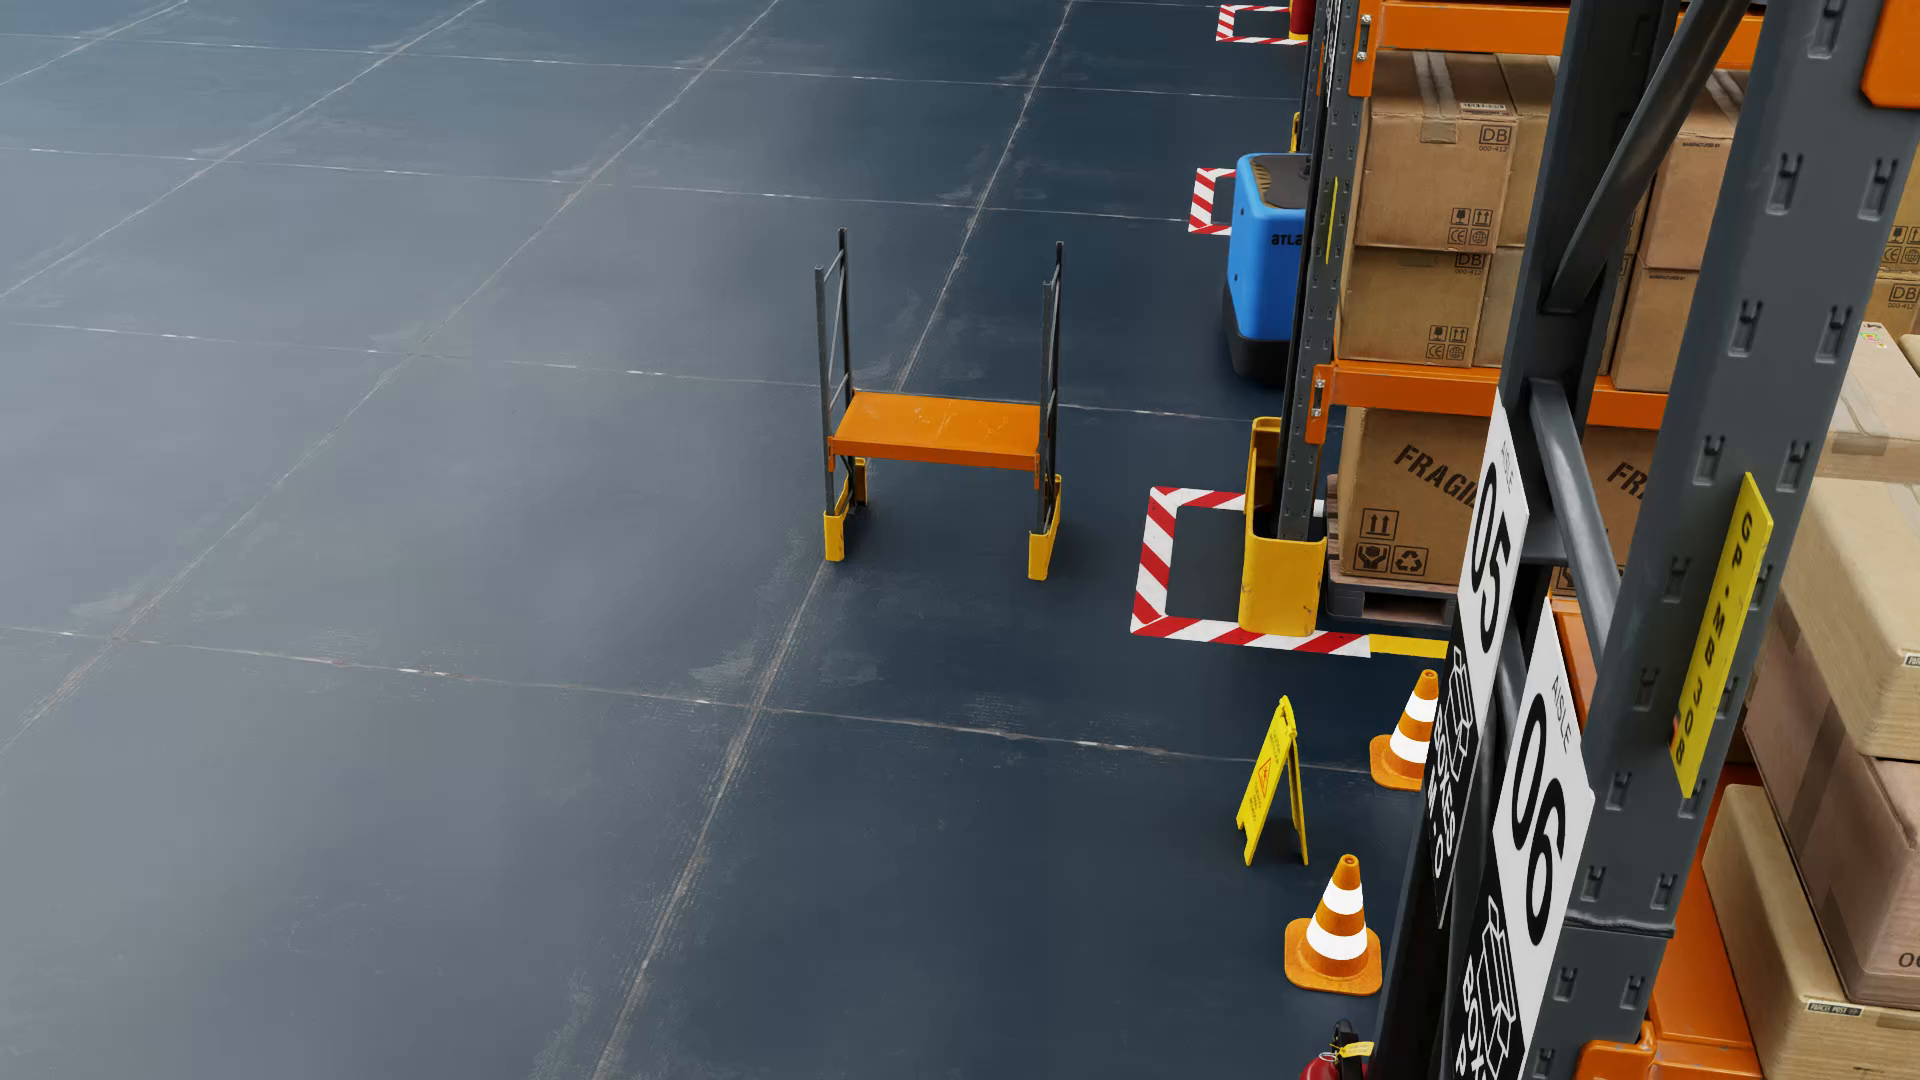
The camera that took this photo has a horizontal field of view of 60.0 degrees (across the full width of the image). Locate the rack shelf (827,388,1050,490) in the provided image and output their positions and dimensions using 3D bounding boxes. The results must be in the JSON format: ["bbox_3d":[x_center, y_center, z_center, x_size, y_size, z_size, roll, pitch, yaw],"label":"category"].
[{"bbox_3d":[-0.084,-0.491,7.960,1.000,0.185,0.538,5,32,8],"label":"rack shelf"}]

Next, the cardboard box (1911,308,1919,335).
[{"bbox_3d":[4.079,-1.024,6.917,0.550,0.550,0.875,5,32,8],"label":"cardboard box"}]

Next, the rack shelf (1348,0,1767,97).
[{"bbox_3d":[3.531,-1.931,6.359,4.000,0.370,1.077,5,32,8],"label":"rack shelf"}]

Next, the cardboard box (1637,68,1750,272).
[{"bbox_3d":[3.006,-1.489,6.643,0.550,0.550,0.875,5,32,8],"label":"cardboard box"}]

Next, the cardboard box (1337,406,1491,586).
[{"bbox_3d":[2.239,-0.395,7.660,0.875,0.875,0.875,5,32,8],"label":"cardboard box"}]

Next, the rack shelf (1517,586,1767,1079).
[{"bbox_3d":[2.798,0.667,2.209,4.000,0.370,1.077,5,32,8],"label":"rack shelf"}]

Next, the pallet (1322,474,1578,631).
[{"bbox_3d":[2.361,0.069,7.941,1.213,0.211,1.003,5,32,8],"label":"pallet"}]

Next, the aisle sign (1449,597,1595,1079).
[{"bbox_3d":[0.713,0.509,2.159,0.004,0.787,0.394,5,32,8],"label":"aisle sign"}]

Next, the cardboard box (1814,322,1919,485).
[{"bbox_3d":[1.210,-0.173,2.357,0.250,0.149,0.380,5,32,9],"label":"cardboard box"}]

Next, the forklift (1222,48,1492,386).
[{"bbox_3d":[3.132,-2.356,9.252,3.031,2.935,1.130,1,32,2],"label":"forklift"}]

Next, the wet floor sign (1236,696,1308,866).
[{"bbox_3d":[1.198,0.888,6.224,0.232,0.644,0.267,0,32,0],"label":"wet floor sign"}]

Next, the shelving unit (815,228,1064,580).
[{"bbox_3d":[-0.075,-0.643,7.863,1.083,1.500,0.587,5,32,8],"label":"shelving unit"}]

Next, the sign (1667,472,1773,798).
[{"bbox_3d":[0.735,0.096,1.618,0.005,0.325,0.100,5,32,8],"label":"sign"}]

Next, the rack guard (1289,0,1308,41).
[{"bbox_3d":[3.410,-5.277,16.210,0.348,0.500,1.175,5,32,8],"label":"rack guard"}]

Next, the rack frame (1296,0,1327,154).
[{"bbox_3d":[2.494,-3.728,11.379,0.127,3.000,1.000,5,32,8],"label":"rack frame"}]

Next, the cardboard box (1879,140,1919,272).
[{"bbox_3d":[3.550,-1.510,6.676,0.500,0.550,0.875,5,32,8],"label":"cardboard box"}]

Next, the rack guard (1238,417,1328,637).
[{"bbox_3d":[1.536,-0.086,7.916,0.348,0.500,1.175,5,32,8],"label":"rack guard"}]

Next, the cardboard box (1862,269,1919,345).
[{"bbox_3d":[3.539,-1.019,6.909,0.500,0.550,0.875,5,32,8],"label":"cardboard box"}]

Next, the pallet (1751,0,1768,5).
[{"bbox_3d":[3.499,-2.209,6.208,1.213,0.211,1.003,5,32,8],"label":"pallet"}]

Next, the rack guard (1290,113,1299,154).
[{"bbox_3d":[2.569,-2.662,12.032,0.348,0.500,1.175,5,32,8],"label":"rack guard"}]

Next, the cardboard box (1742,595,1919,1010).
[{"bbox_3d":[1.277,0.305,1.970,0.500,0.250,0.500,5,32,7],"label":"cardboard box"}]

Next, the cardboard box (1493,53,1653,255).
[{"bbox_3d":[2.477,-1.610,6.837,0.550,0.550,0.875,5,32,8],"label":"cardboard box"}]

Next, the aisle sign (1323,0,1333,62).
[{"bbox_3d":[1.540,-2.409,6.821,0.004,0.787,0.394,5,32,8],"label":"aisle sign"}]

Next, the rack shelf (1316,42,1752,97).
[{"bbox_3d":[4.465,-3.245,11.285,4.000,0.370,1.077,5,32,8],"label":"rack shelf"}]

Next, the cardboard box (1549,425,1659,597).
[{"bbox_3d":[3.107,-0.317,7.537,0.875,0.875,0.875,5,32,7],"label":"cardboard box"}]

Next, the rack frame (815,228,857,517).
[{"bbox_3d":[-0.585,-0.689,7.937,0.032,1.500,0.500,5,32,8],"label":"rack frame"}]

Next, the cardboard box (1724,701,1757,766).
[{"bbox_3d":[1.225,0.175,2.553,0.250,0.149,0.380,5,32,8],"label":"cardboard box"}]

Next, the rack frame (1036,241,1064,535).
[{"bbox_3d":[0.417,-0.598,7.792,0.032,1.500,0.500,5,32,8],"label":"rack frame"}]

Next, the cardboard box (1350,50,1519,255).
[{"bbox_3d":[1.919,-1.611,6.838,0.550,0.550,0.875,5,32,8],"label":"cardboard box"}]

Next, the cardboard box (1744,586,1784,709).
[{"bbox_3d":[1.376,0.025,2.416,0.500,0.250,0.500,5,32,8],"label":"cardboard box"}]

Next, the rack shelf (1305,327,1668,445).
[{"bbox_3d":[3.531,-0.660,7.155,4.000,0.370,1.077,5,32,8],"label":"rack shelf"}]

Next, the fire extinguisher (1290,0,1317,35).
[{"bbox_3d":[2.458,-3.947,11.801,0.183,0.674,0.296,5,32,8],"label":"fire extinguisher"}]

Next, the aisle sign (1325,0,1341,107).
[{"bbox_3d":[1.439,-2.095,6.319,0.004,0.787,0.394,5,32,8],"label":"aisle sign"}]

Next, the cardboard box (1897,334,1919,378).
[{"bbox_3d":[1.457,-0.130,2.288,0.250,0.149,0.380,6,32,9],"label":"cardboard box"}]

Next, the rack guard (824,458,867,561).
[{"bbox_3d":[-0.566,-0.157,8.266,0.087,0.250,0.587,5,32,8],"label":"rack guard"}]

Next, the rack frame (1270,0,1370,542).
[{"bbox_3d":[1.560,-1.143,7.250,0.127,3.000,1.000,5,32,8],"label":"rack frame"}]

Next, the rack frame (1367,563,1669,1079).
[{"bbox_3d":[0.827,1.455,3.099,0.127,3.000,1.000,5,32,8],"label":"rack frame"}]

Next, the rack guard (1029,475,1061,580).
[{"bbox_3d":[0.416,-0.068,8.124,0.087,0.250,0.587,5,32,8],"label":"rack guard"}]

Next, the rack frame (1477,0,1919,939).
[{"bbox_3d":[0.827,-1.088,1.507,0.127,3.000,1.000,5,32,8],"label":"rack frame"}]

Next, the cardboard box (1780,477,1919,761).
[{"bbox_3d":[1.143,0.090,1.937,0.250,0.149,0.380,5,32,8],"label":"cardboard box"}]

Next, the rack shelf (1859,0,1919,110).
[{"bbox_3d":[2.798,-0.604,1.414,4.000,0.370,1.077,5,32,8],"label":"rack shelf"}]

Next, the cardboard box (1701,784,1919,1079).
[{"bbox_3d":[1.099,0.489,2.051,0.250,0.149,0.380,5,32,8],"label":"cardboard box"}]

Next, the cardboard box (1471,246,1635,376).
[{"bbox_3d":[2.479,-1.160,7.134,0.550,0.550,0.875,5,32,8],"label":"cardboard box"}]

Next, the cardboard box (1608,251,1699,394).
[{"bbox_3d":[3.010,-1.044,6.950,0.550,0.550,0.875,5,32,8],"label":"cardboard box"}]

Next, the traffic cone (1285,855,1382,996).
[{"bbox_3d":[1.319,1.283,5.765,0.334,0.463,0.336,5,32,8],"label":"traffic cone"}]

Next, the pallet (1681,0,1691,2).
[{"bbox_3d":[2.293,-2.317,6.380,1.213,0.211,1.003,5,32,8],"label":"pallet"}]

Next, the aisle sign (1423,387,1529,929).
[{"bbox_3d":[0.814,0.195,2.661,0.004,0.787,0.394,5,32,8],"label":"aisle sign"}]

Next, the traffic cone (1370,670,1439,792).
[{"bbox_3d":[1.844,0.722,6.660,0.334,0.463,0.336,5,32,8],"label":"traffic cone"}]

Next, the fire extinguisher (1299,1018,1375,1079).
[{"bbox_3d":[0.791,1.236,3.521,0.183,0.674,0.296,5,32,8],"label":"fire extinguisher"}]

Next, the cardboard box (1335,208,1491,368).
[{"bbox_3d":[1.933,-1.198,7.195,0.550,0.550,0.875,5,32,8],"label":"cardboard box"}]

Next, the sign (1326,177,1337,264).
[{"bbox_3d":[1.460,-1.254,6.536,0.005,0.325,0.100,5,32,8],"label":"sign"}]
